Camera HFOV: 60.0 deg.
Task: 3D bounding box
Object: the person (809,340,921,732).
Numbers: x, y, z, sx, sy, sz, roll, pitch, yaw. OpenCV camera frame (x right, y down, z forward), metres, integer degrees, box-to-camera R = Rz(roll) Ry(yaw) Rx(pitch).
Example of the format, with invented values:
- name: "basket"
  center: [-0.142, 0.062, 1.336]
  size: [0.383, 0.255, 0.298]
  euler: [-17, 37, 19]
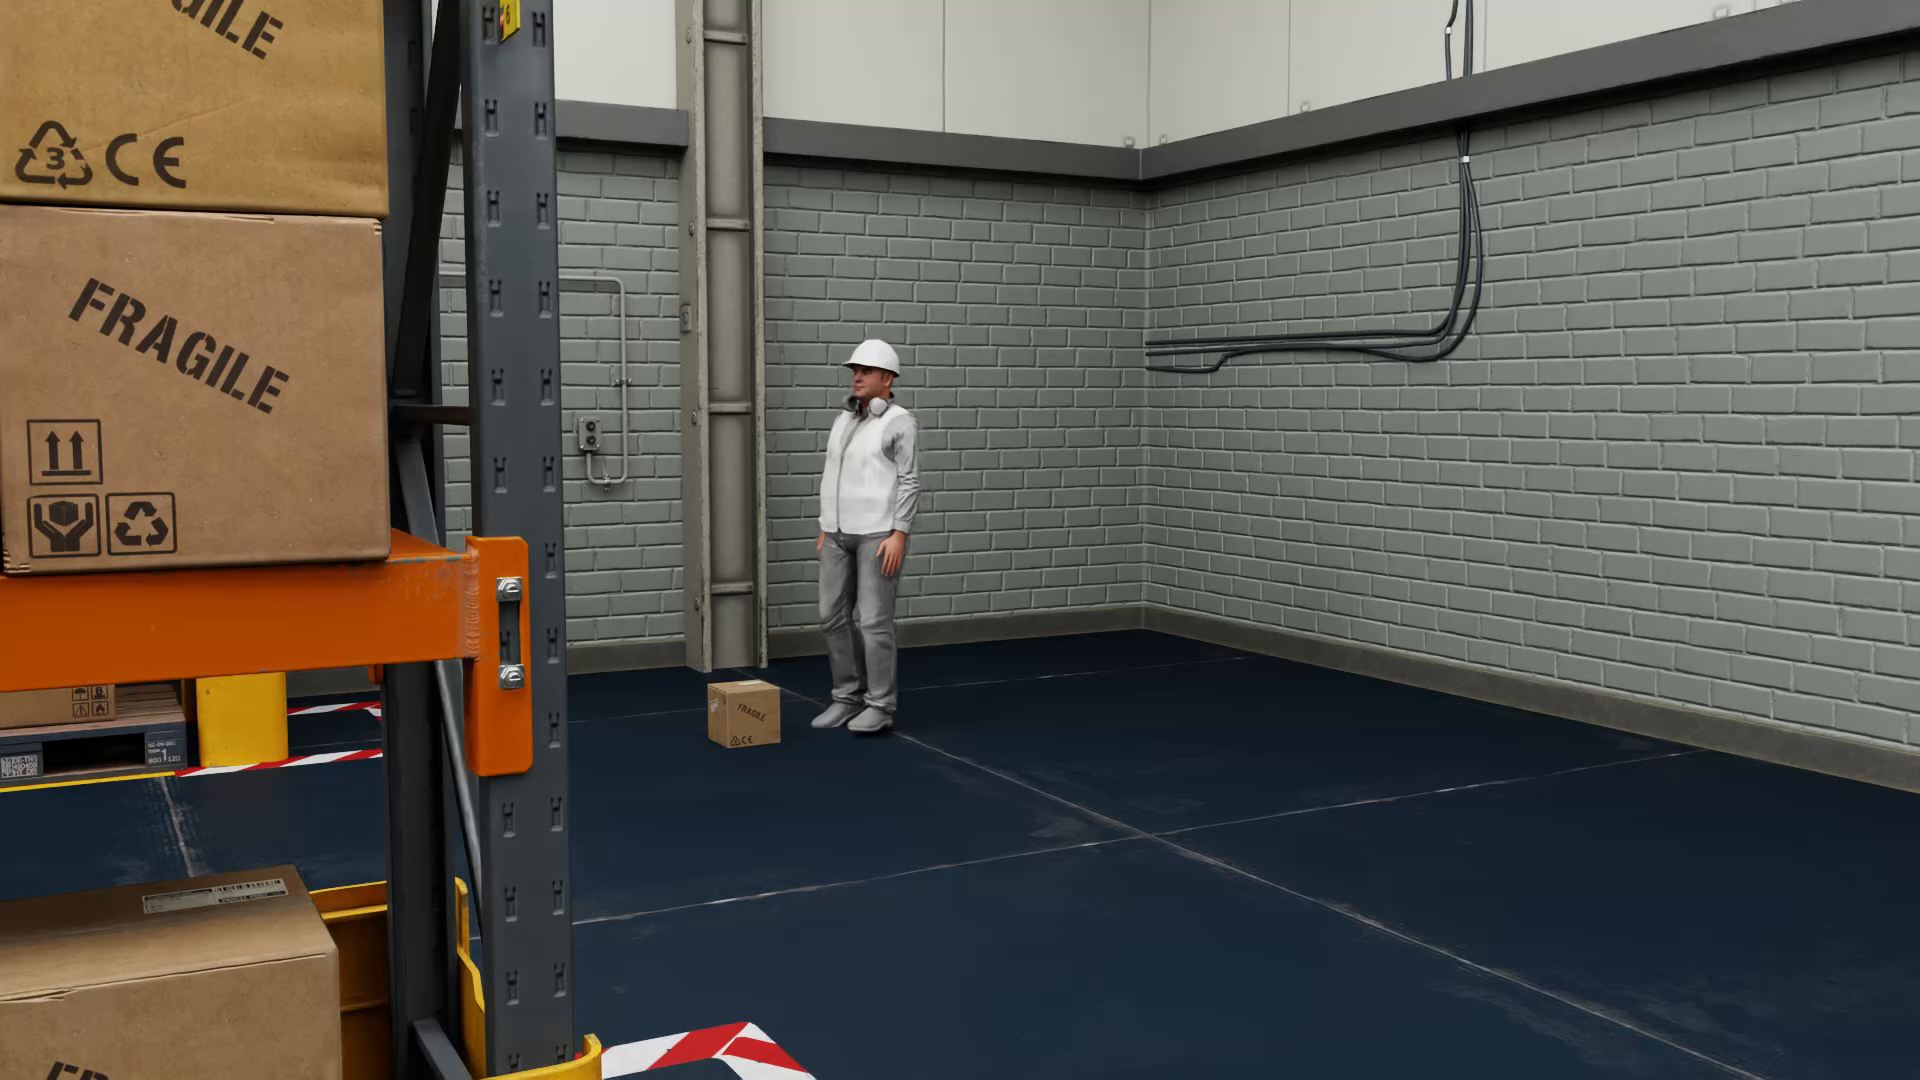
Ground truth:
- name: "person"
  center: [-0.442, -0.009, 7.626]
  size: [0.575, 1.811, 0.415]
  euler: [4, 6, 39]
